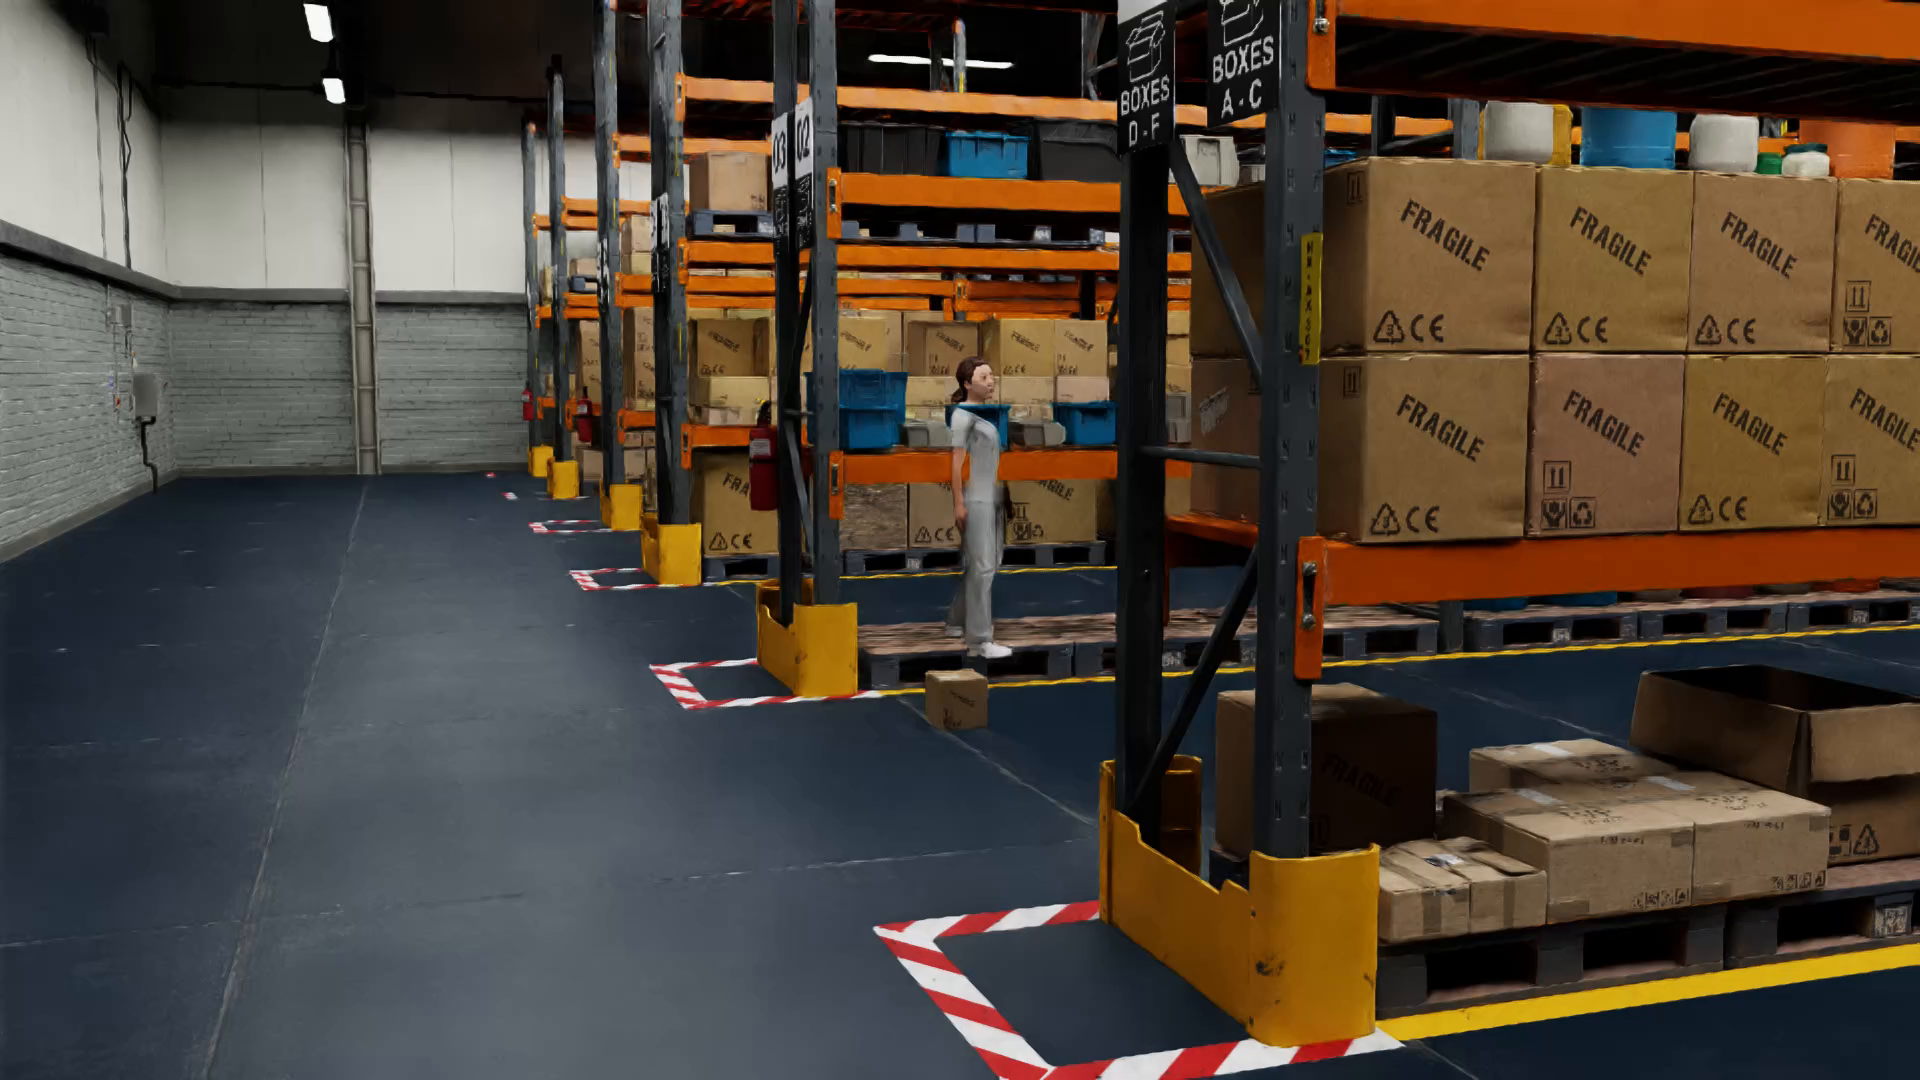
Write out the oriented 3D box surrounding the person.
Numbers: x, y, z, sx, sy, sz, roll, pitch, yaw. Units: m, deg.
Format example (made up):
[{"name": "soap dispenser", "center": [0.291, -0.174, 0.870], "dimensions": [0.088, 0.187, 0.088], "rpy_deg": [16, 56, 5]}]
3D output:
[{"name": "person", "center": [0.125, -0.203, 9.426], "dimensions": [0.560, 1.665, 0.617], "rpy_deg": [2, 6, 22]}]
